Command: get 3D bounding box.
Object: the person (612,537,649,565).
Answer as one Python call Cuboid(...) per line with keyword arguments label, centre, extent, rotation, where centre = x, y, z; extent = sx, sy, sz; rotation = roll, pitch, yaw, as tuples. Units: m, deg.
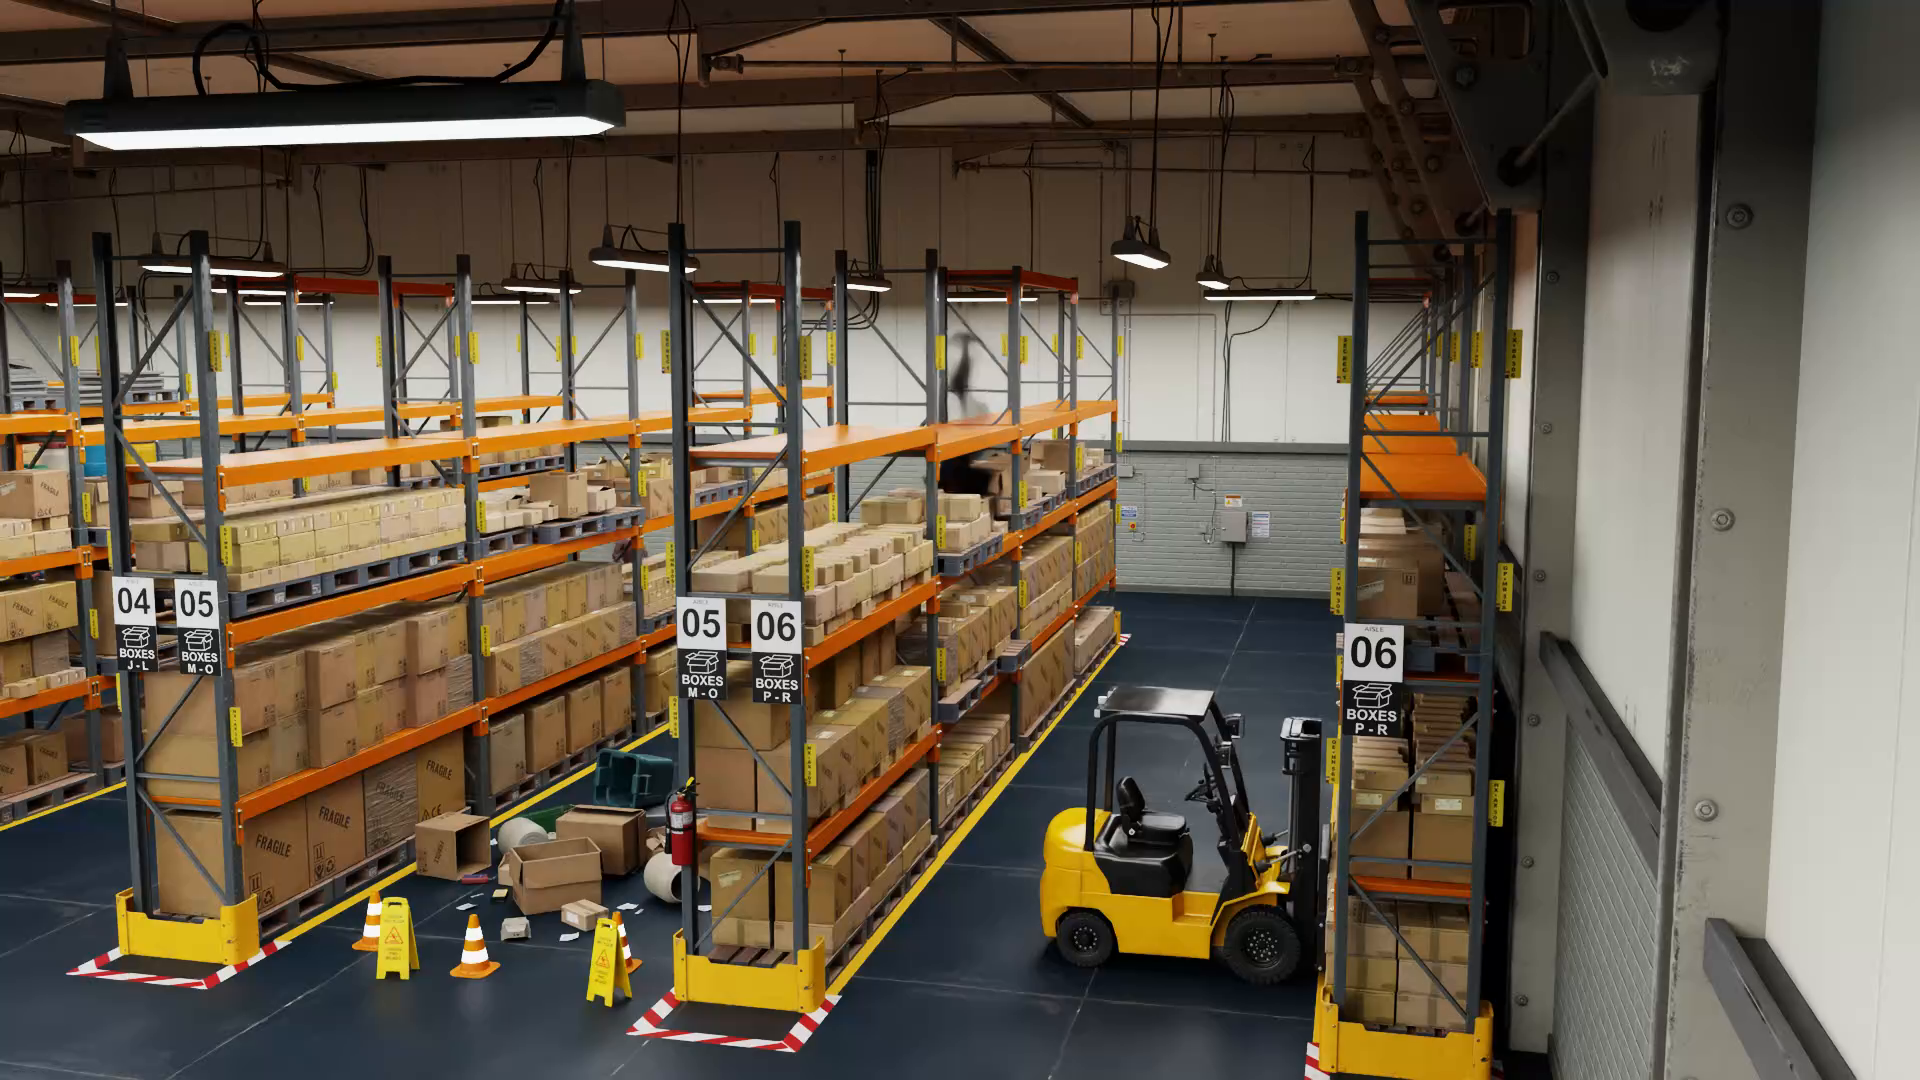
Cuboid(label="person", centre=(-6.161, 0.542, 31.138), extent=(0.688, 1.698, 0.773), rotation=(5, 9, 38))
